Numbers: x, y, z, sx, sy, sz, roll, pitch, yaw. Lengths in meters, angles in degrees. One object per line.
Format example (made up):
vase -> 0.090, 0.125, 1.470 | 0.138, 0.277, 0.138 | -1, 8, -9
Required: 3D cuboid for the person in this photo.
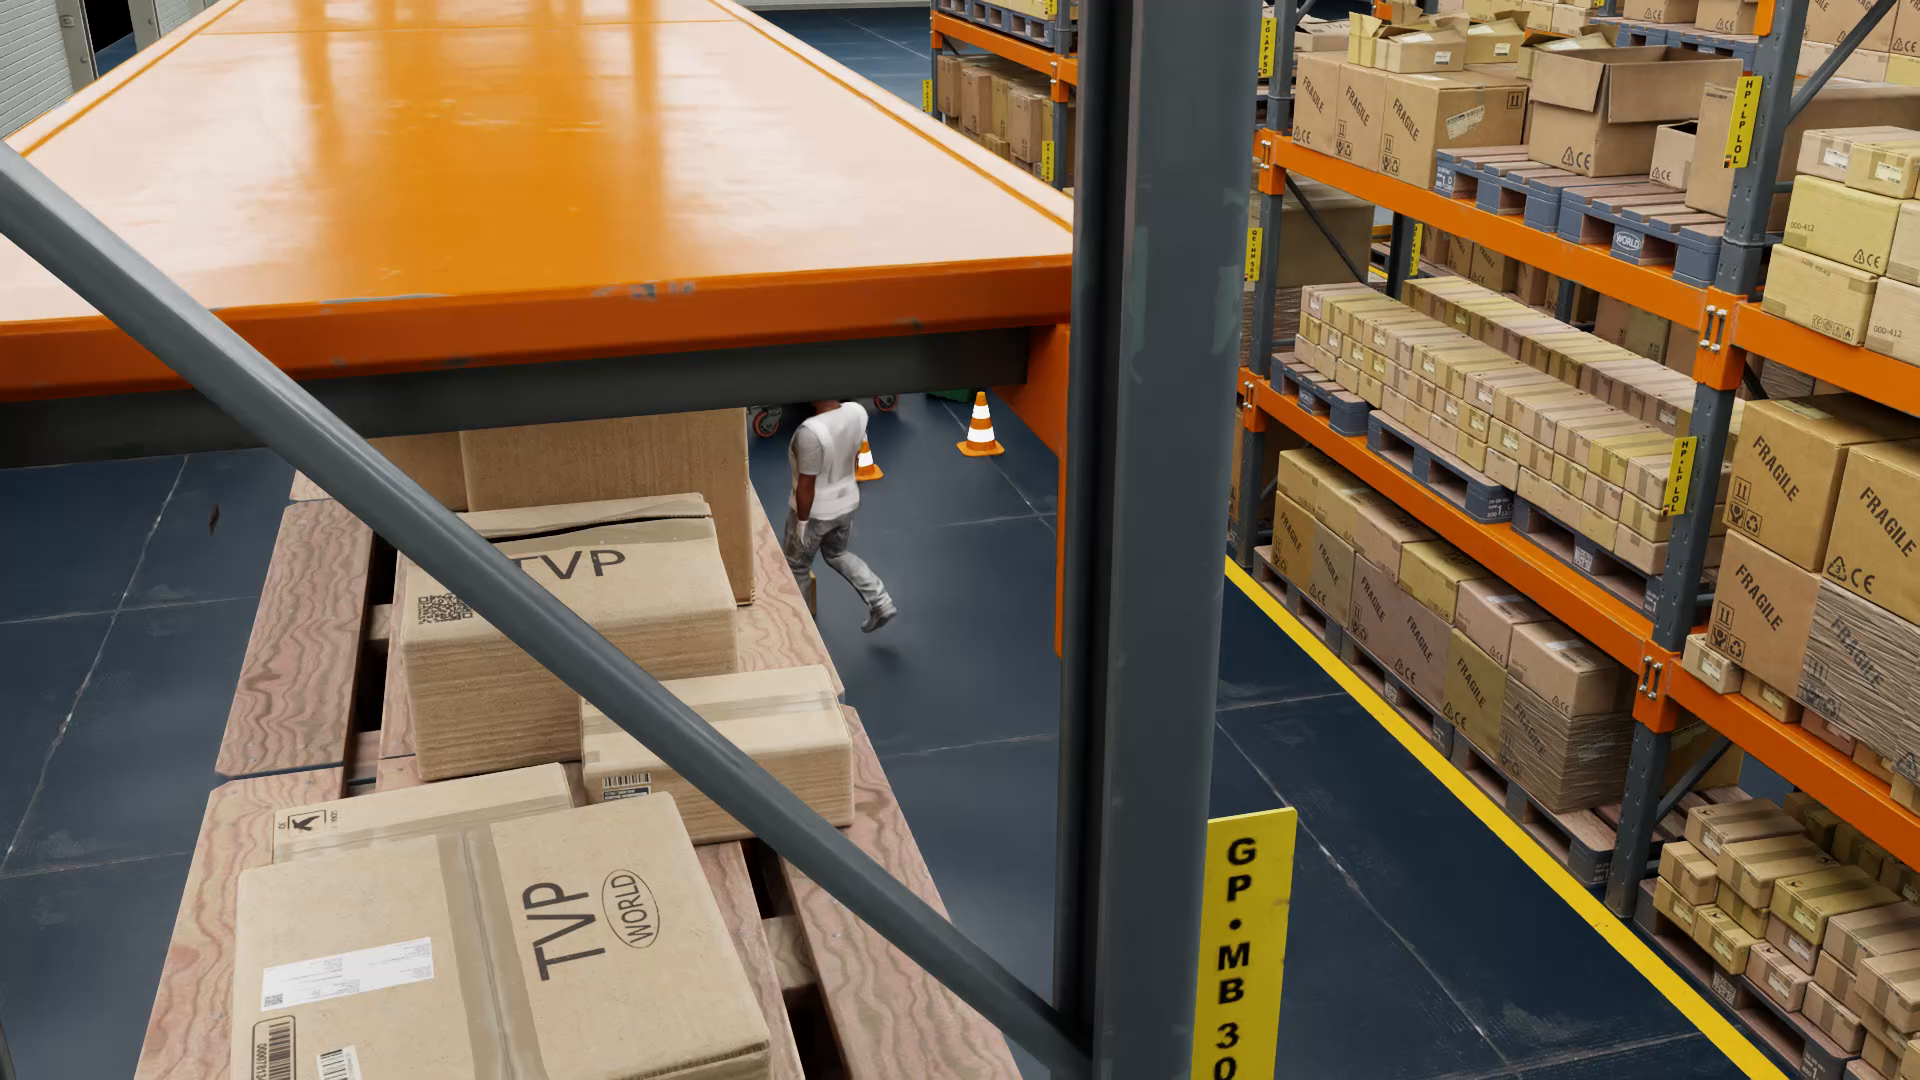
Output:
person -> -0.935, -0.200, 9.569 | 0.667, 1.825, 0.383 | -12, 26, -27
